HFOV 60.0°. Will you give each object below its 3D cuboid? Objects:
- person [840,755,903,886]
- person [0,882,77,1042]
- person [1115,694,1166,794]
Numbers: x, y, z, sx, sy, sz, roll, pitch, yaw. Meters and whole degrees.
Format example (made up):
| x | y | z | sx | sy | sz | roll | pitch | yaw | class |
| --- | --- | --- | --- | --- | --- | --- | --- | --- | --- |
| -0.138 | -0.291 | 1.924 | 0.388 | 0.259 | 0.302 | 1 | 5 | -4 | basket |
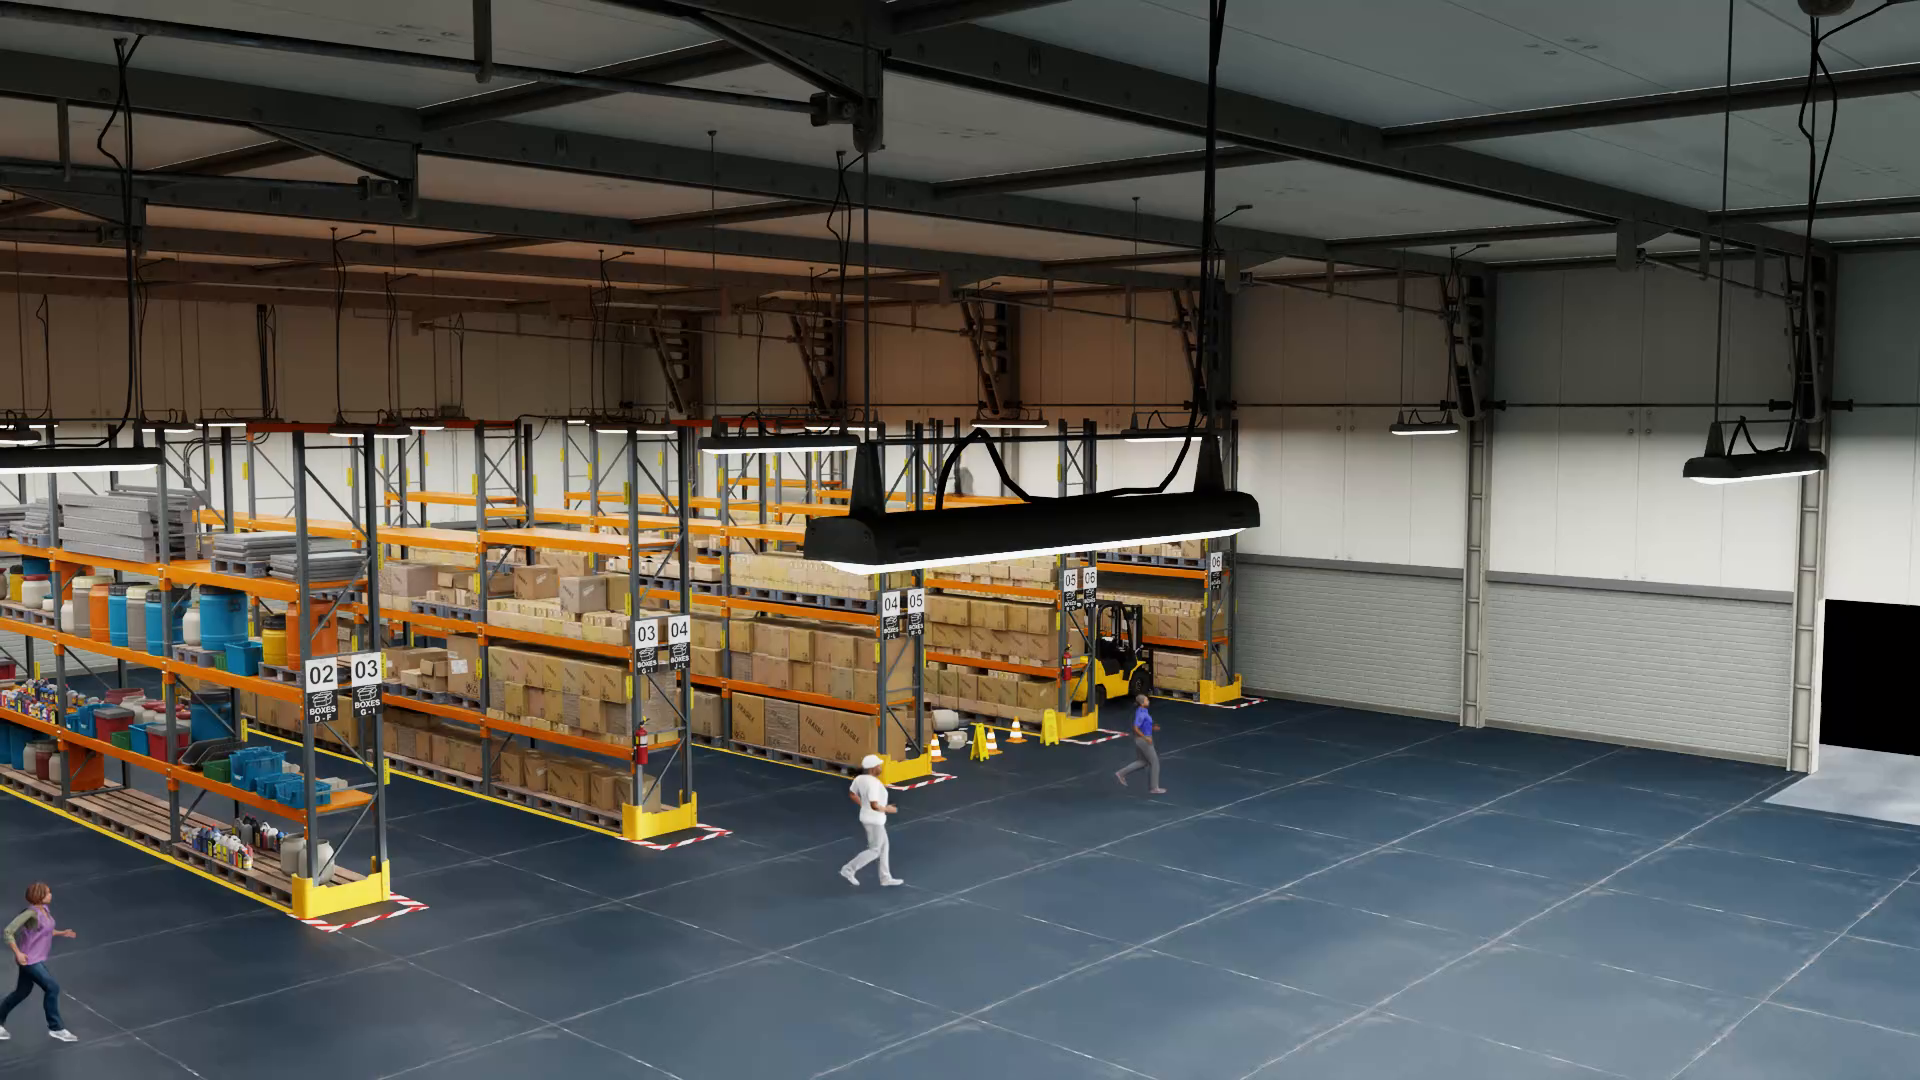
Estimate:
| x | y | z | sx | sy | sz | roll | pitch | yaw | class |
| --- | --- | --- | --- | --- | --- | --- | --- | --- | --- |
| -1.162 | 3.665 | 21.653 | 0.879 | 1.750 | 0.700 | -2 | 5 | -20 | person |
| -9.214 | 4.191 | 16.453 | 0.851 | 1.617 | 0.482 | -2 | 5 | -20 | person |
| 2.946 | 3.309 | 27.013 | 0.834 | 1.623 | 0.588 | 0 | 5 | -3 | person |
